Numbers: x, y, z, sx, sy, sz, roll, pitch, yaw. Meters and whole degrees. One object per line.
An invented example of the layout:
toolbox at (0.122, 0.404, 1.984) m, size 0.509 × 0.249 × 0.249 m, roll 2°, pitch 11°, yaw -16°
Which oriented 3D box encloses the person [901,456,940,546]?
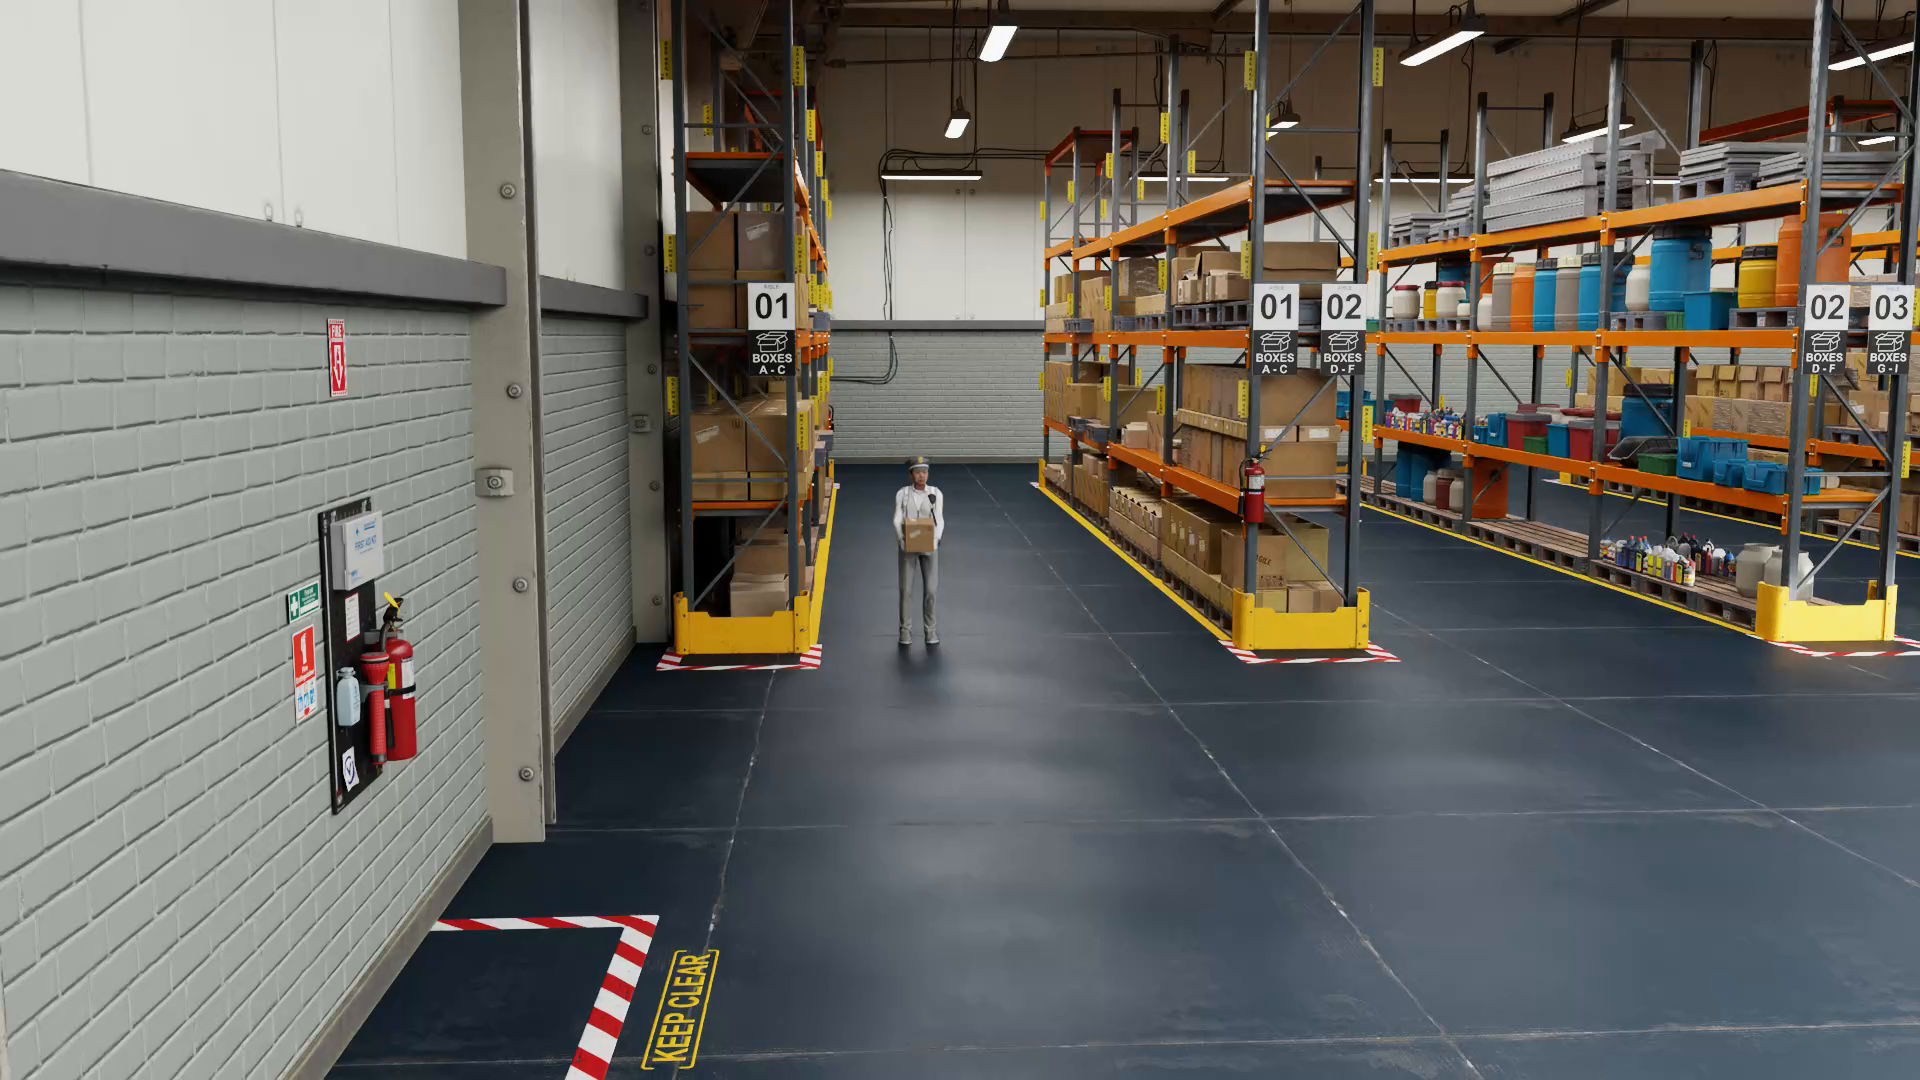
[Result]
person at (-0.364, -0.351, 14.944) m, size 0.372 × 0.819 × 0.362 m, roll 0°, pitch 7°, yaw -3°
